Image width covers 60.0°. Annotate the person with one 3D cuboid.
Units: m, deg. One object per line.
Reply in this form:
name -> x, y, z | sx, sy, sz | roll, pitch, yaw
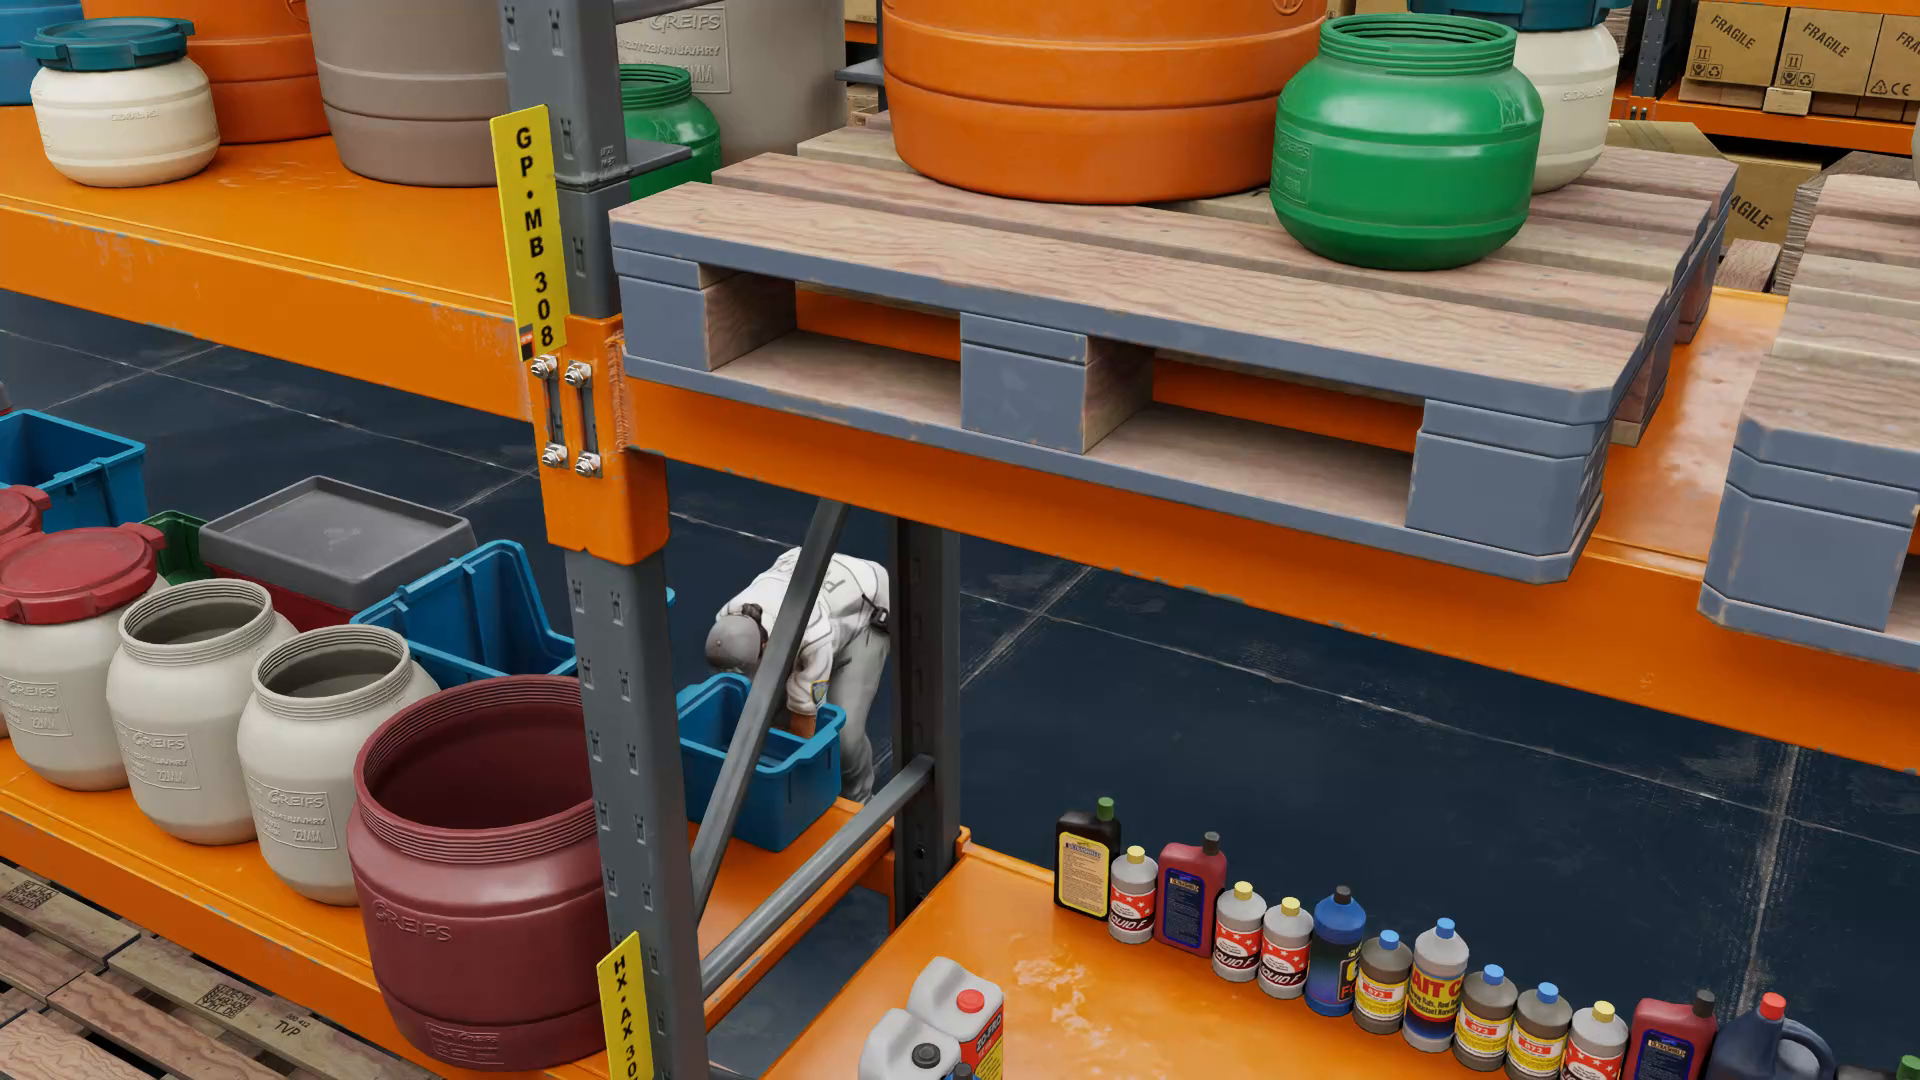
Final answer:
person -> -0.562, 0.560, 5.690 | 0.495, 1.049, 0.936 | 13, 29, 24
